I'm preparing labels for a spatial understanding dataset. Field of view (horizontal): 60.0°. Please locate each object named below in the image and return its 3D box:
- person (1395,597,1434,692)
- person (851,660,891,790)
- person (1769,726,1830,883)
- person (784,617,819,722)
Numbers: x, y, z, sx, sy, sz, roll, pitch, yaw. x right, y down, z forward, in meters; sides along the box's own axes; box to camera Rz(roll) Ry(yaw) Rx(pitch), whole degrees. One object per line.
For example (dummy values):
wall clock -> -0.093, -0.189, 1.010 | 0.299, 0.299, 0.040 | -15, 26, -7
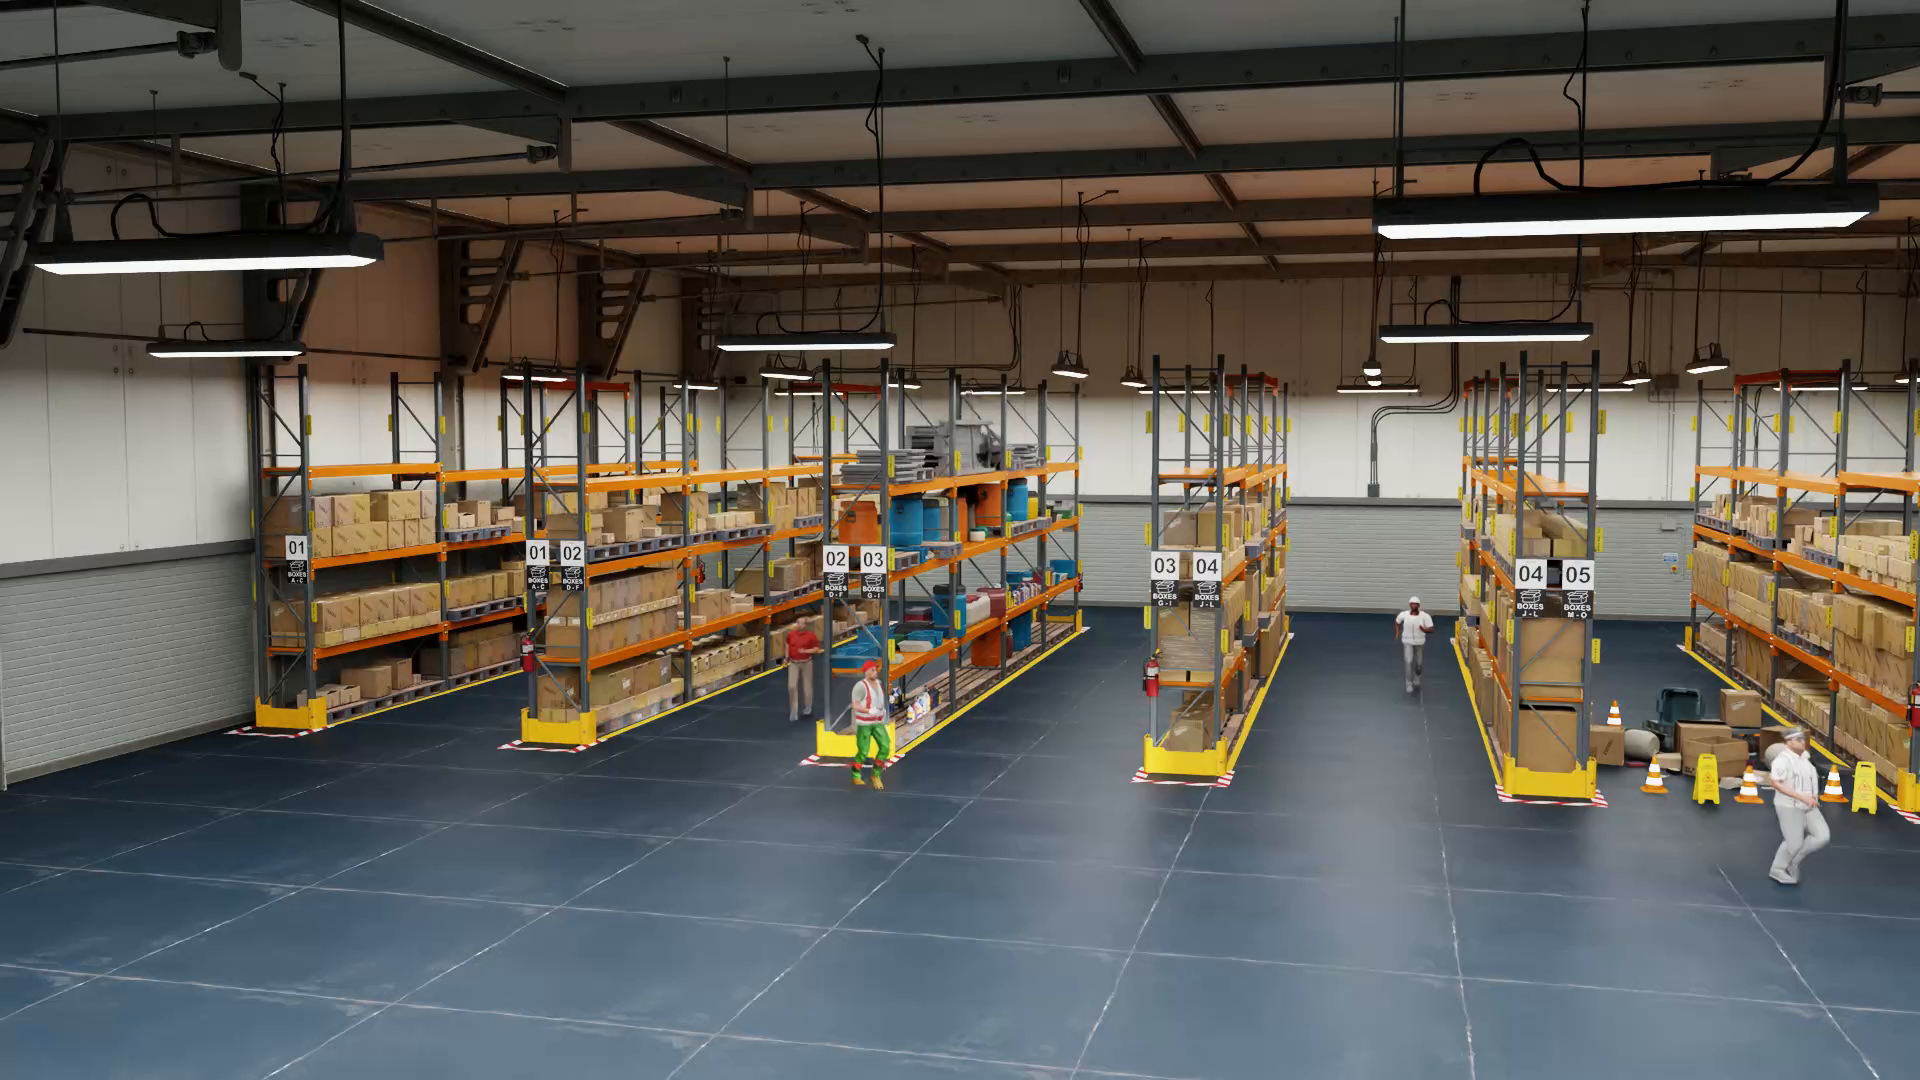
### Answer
person -> 8.533, 1.937, 31.263 | 0.701, 1.750, 0.990 | 1, 4, 14
person -> -1.209, 2.553, 22.827 | 0.676, 1.831, 0.729 | -4, 5, -43
person -> 9.134, 2.883, 18.099 | 0.660, 1.739, 0.594 | -2, 4, -28
person -> -2.708, 2.204, 28.321 | 0.629, 1.794, 0.768 | 0, 4, 3
